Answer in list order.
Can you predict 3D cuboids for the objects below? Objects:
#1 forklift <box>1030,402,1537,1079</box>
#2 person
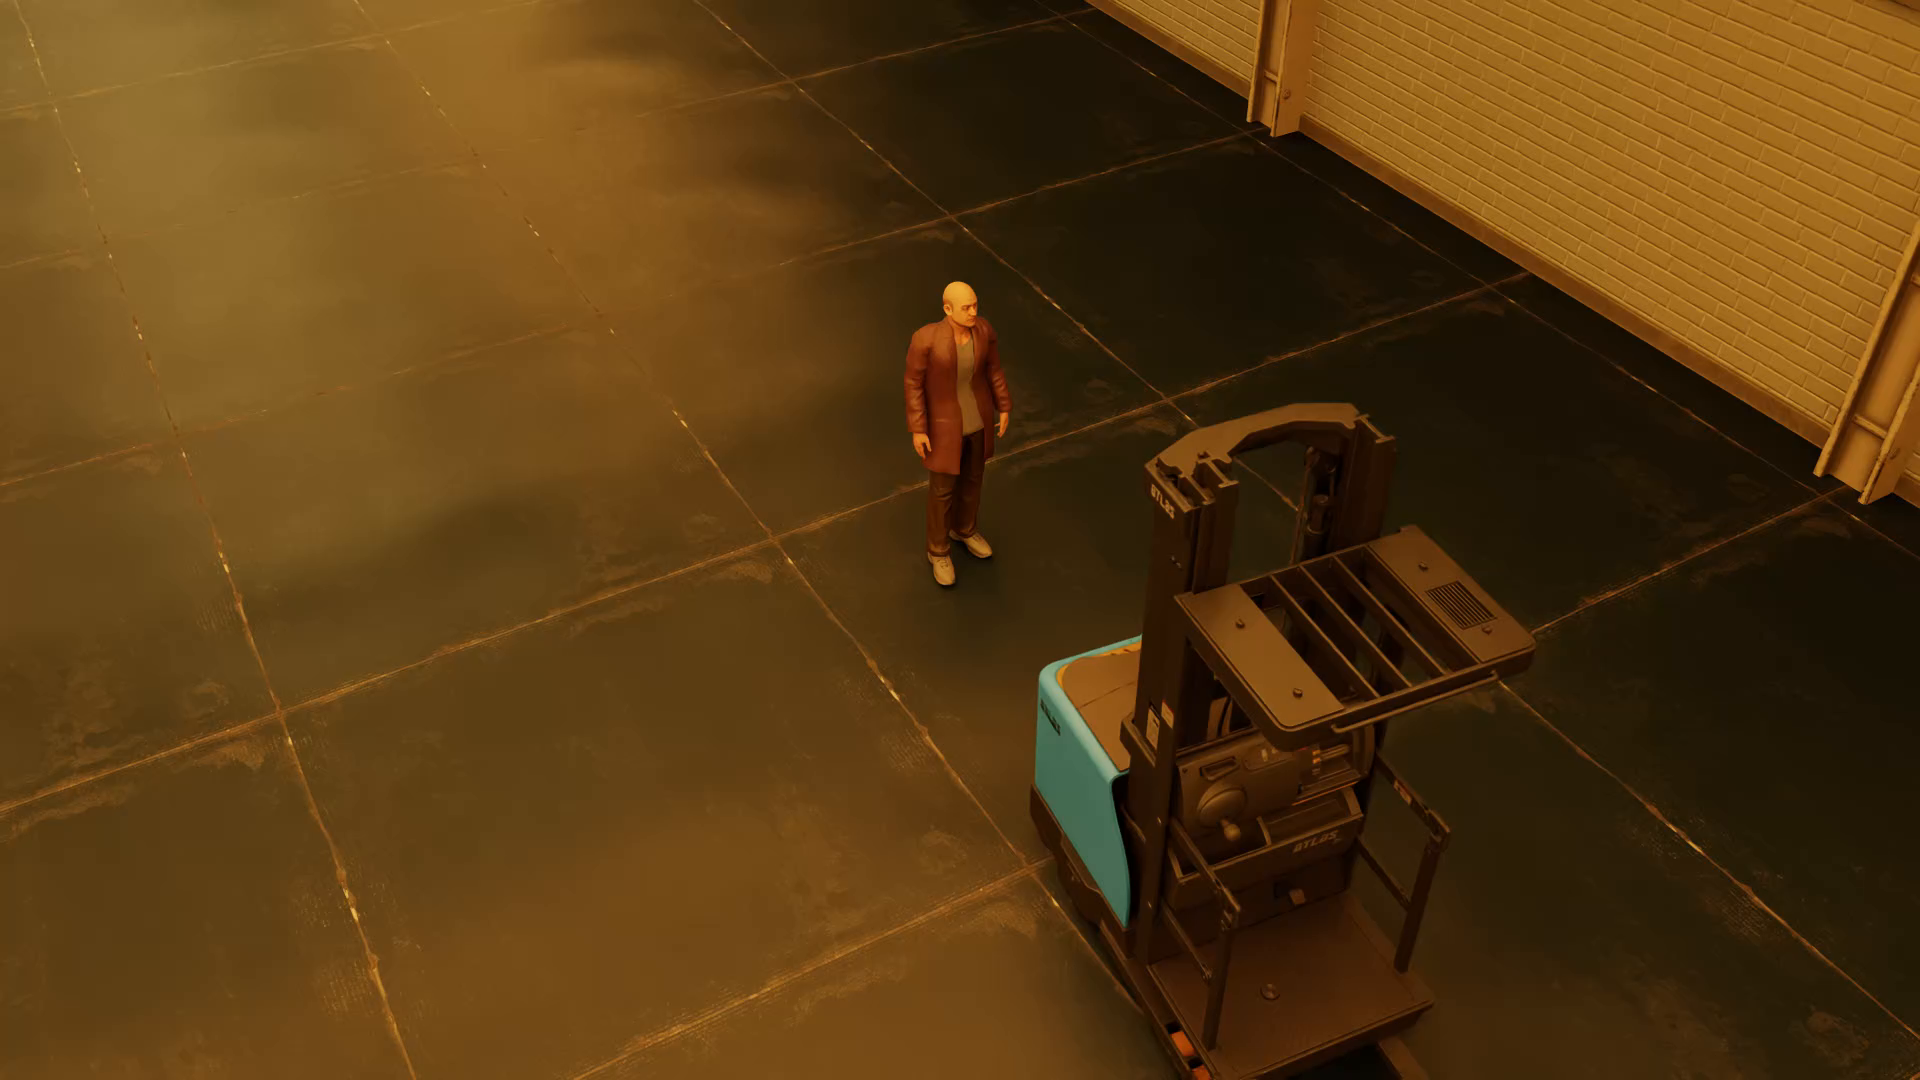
[{"bbox_3d":[1.412,1.040,6.783,1.130,2.935,3.031,-16,42,-18],"label":"forklift"},{"bbox_3d":[0.043,-0.638,9.697,0.698,1.777,0.579,-20,44,-23],"label":"person"}]
